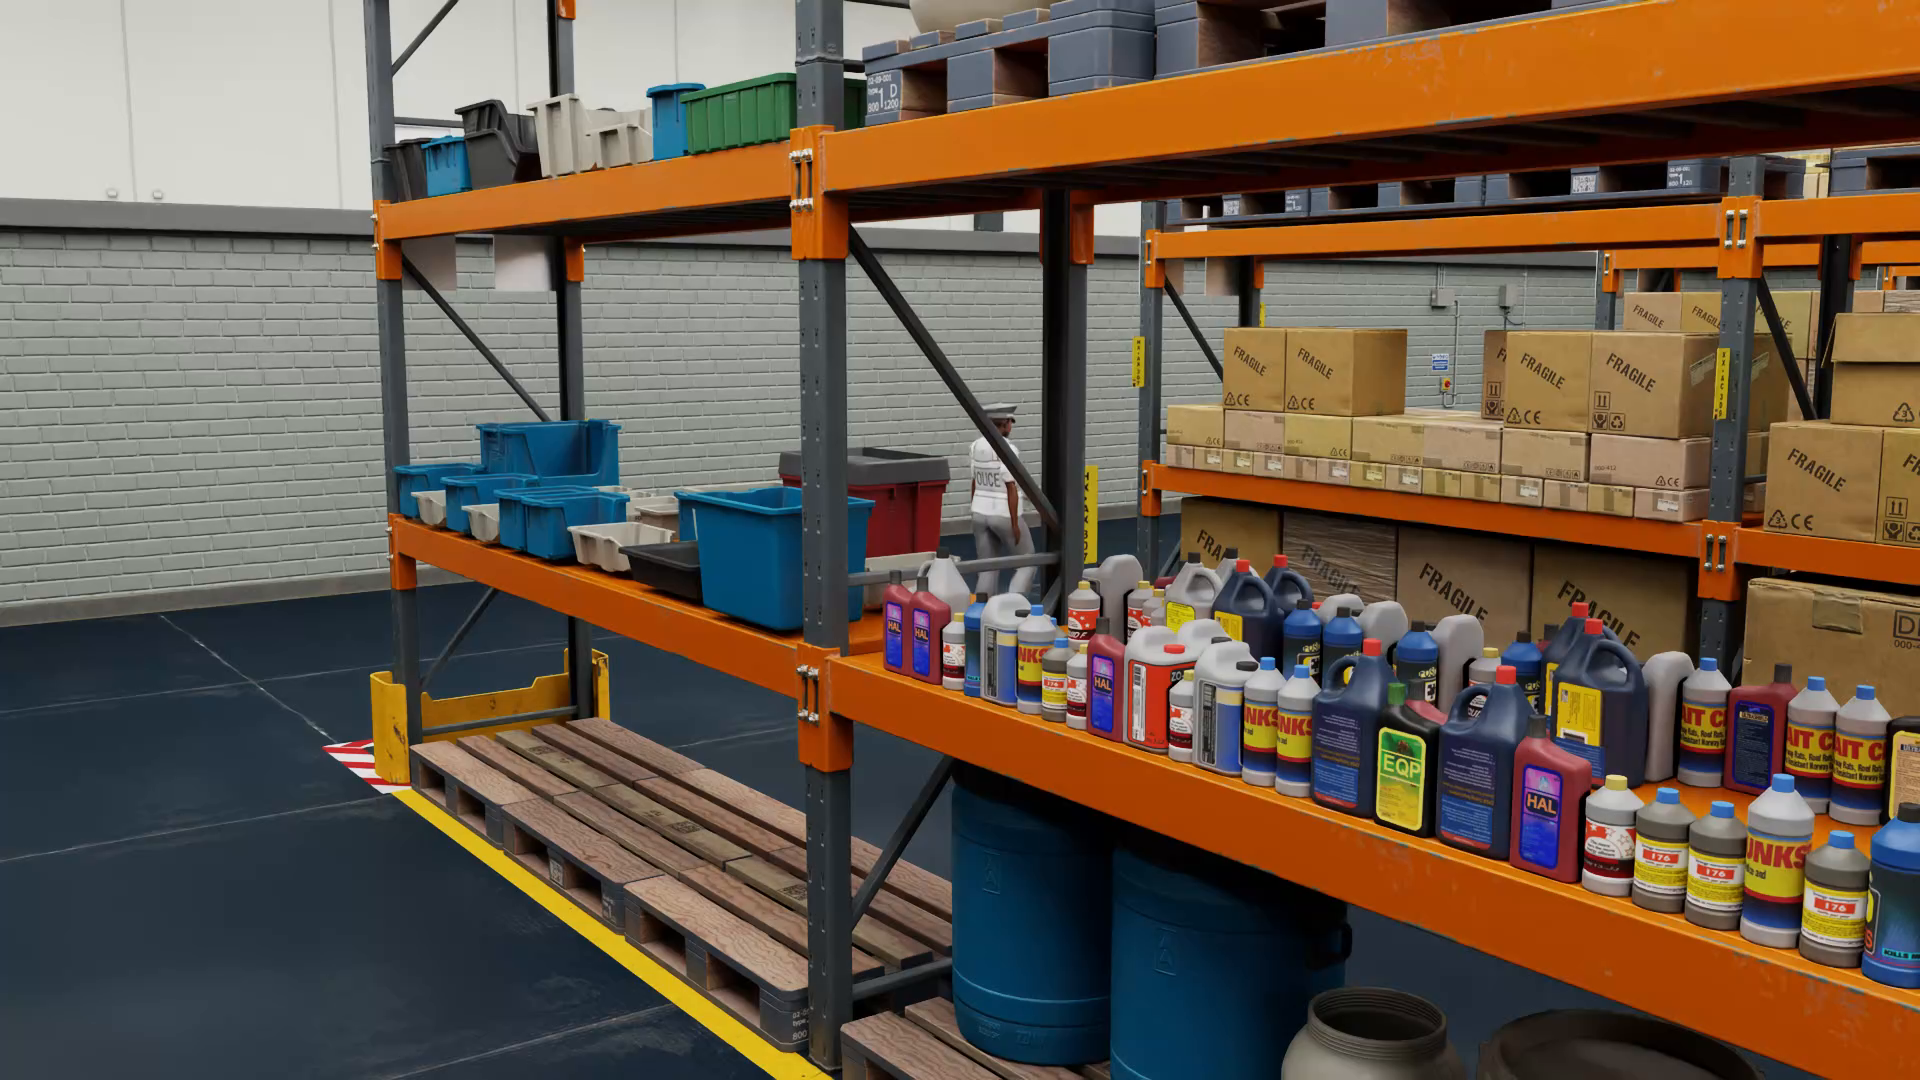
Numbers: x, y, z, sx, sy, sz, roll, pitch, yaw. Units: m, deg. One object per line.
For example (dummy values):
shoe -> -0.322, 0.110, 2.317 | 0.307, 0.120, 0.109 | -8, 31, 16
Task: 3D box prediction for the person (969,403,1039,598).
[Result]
person -> 0.294, -0.128, 11.725 | 0.473, 1.677, 0.430 | 7, 11, 43
